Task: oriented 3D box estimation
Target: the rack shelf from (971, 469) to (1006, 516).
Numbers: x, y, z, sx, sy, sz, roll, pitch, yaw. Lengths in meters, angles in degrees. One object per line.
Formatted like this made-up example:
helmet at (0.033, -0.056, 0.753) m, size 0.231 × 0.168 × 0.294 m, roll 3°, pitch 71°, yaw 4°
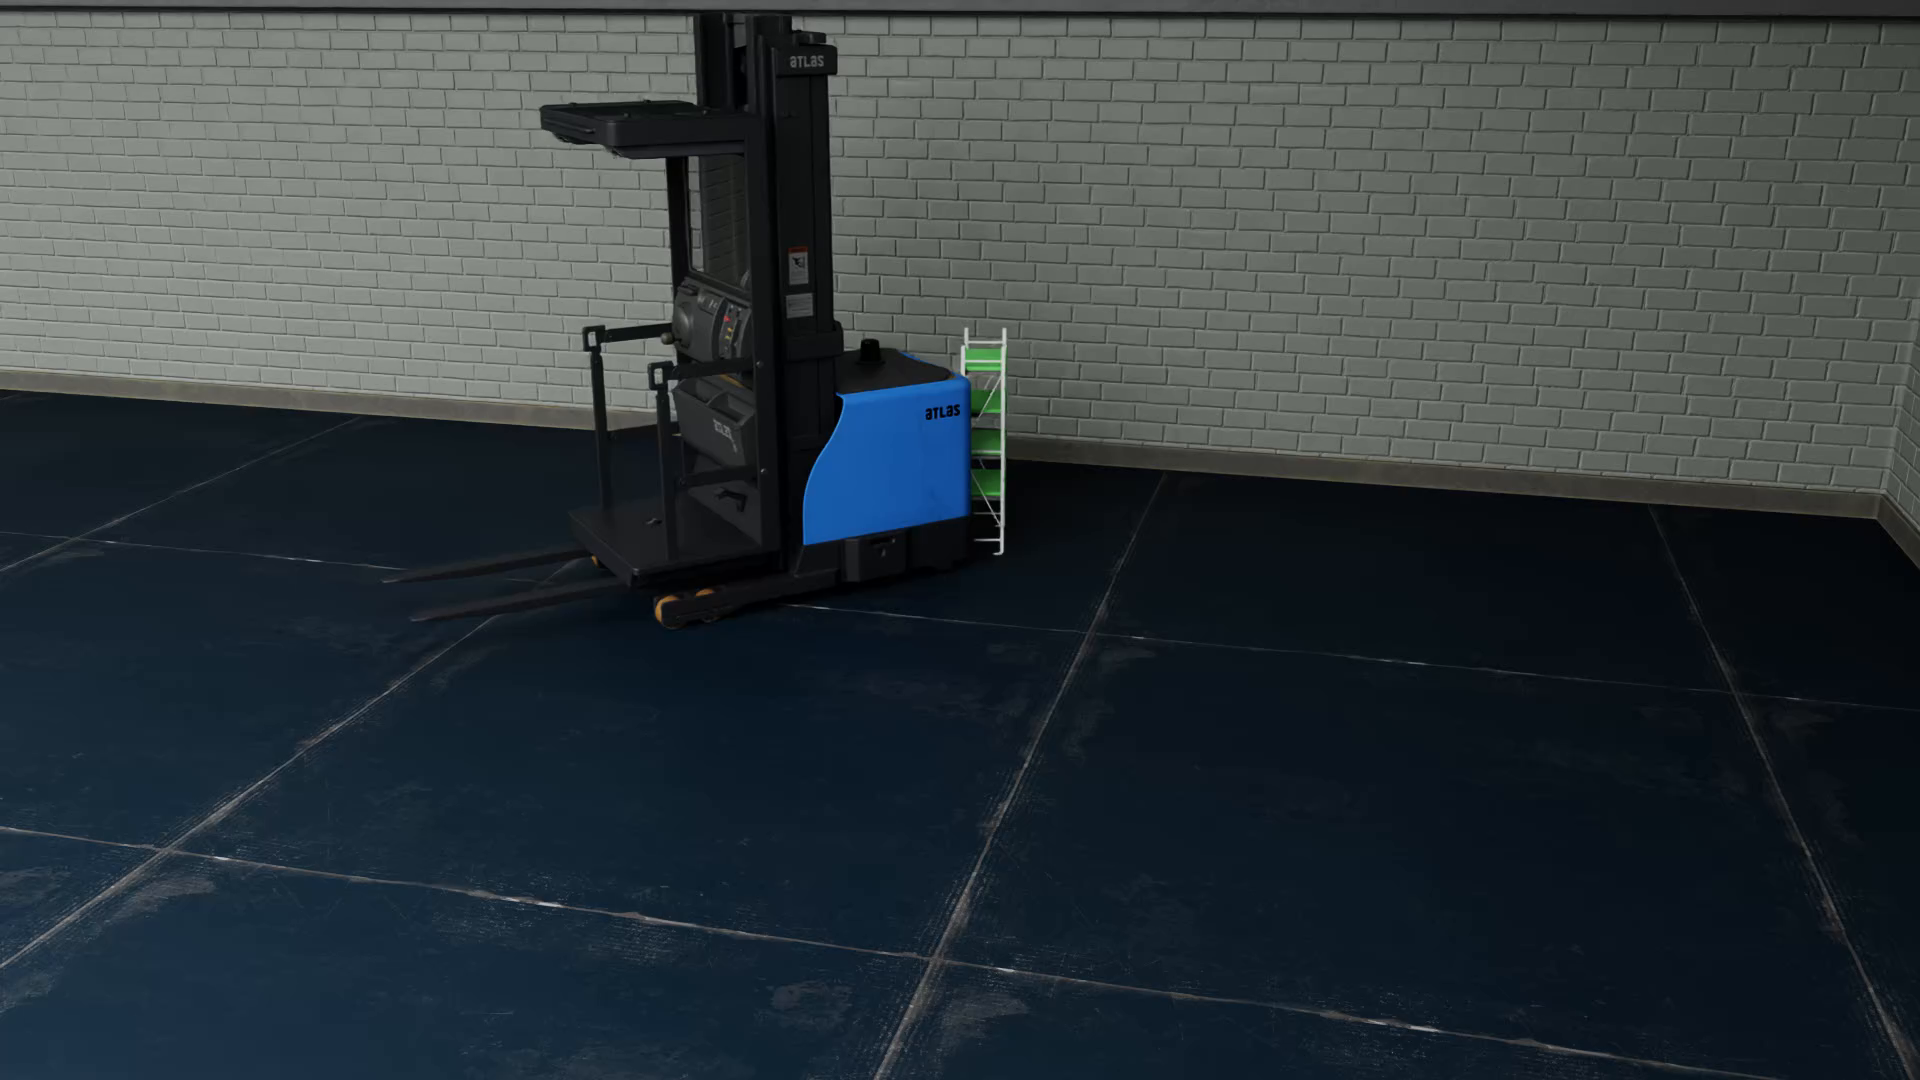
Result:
rack shelf at (0.137, -0.283, 9.599) m, size 0.258 × 0.148 × 0.480 m, roll 1°, pitch 19°, yaw 2°

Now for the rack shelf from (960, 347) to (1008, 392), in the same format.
rack shelf at (0.137, -0.964, 9.366) m, size 0.258 × 0.148 × 0.480 m, roll 1°, pitch 19°, yaw 2°

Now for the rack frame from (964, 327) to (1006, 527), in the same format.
rack frame at (0.145, -0.649, 9.731) m, size 0.240 × 1.200 × 0.015 m, roll 1°, pitch 19°, yaw 2°

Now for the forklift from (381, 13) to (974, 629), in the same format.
forklift at (-1.456, -1.132, 8.468) m, size 3.031 × 2.935 × 1.130 m, roll -11°, pitch 22°, yaw -28°

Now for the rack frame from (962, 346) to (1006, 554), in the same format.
rack frame at (0.129, -0.491, 9.270) m, size 0.240 × 1.200 × 0.015 m, roll 1°, pitch 19°, yaw 2°

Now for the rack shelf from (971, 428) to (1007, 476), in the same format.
rack shelf at (0.137, -0.510, 9.521) m, size 0.258 × 0.148 × 0.480 m, roll 1°, pitch 19°, yaw 2°

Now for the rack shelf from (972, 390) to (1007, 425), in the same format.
rack shelf at (0.137, -0.737, 9.444) m, size 0.258 × 0.148 × 0.480 m, roll 1°, pitch 19°, yaw 2°

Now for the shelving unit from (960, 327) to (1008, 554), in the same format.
shelving unit at (0.137, -0.570, 9.500) m, size 0.258 × 1.200 × 0.503 m, roll 1°, pitch 19°, yaw 2°
